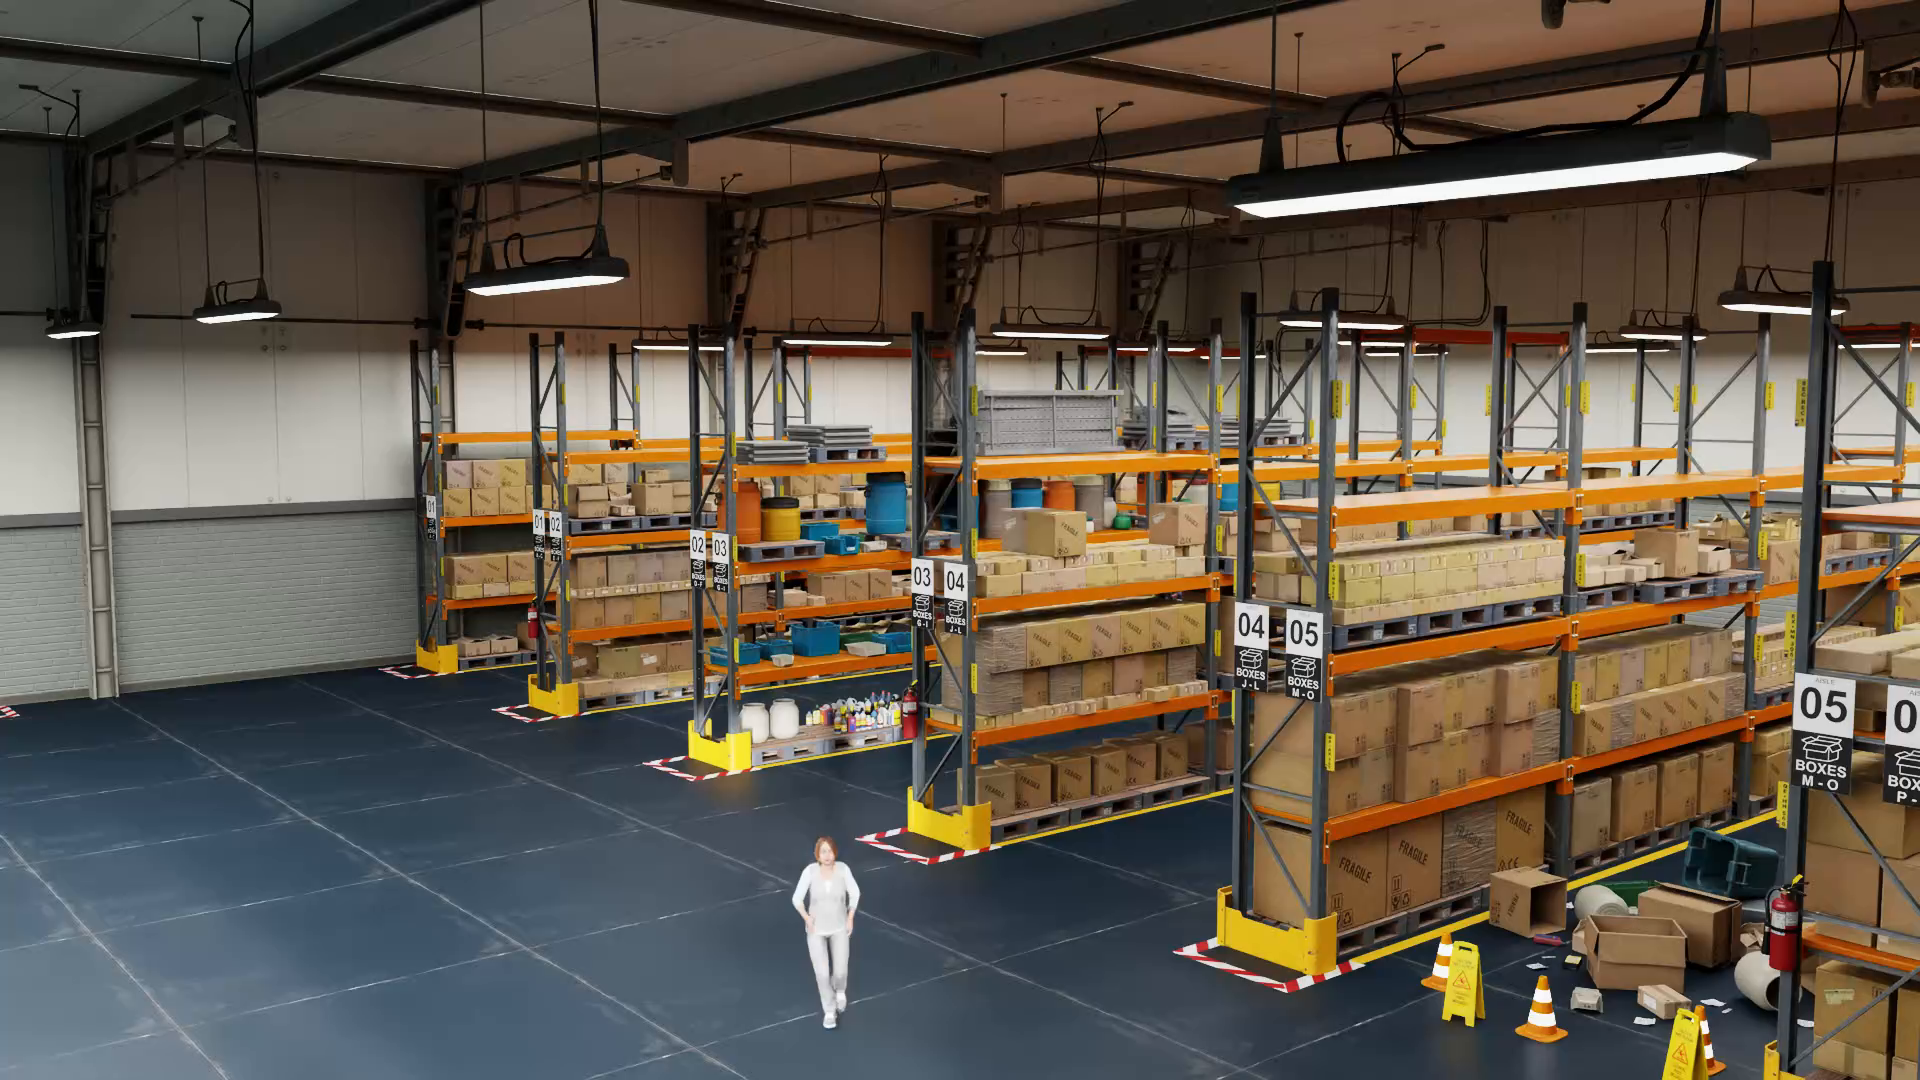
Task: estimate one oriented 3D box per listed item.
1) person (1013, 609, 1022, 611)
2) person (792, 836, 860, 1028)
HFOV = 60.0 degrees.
[{"bbox_3d":[0.951,1.326,29.488,0.692,1.842,0.836,5,7,42],"label":"person"},{"bbox_3d":[-1.075,3.150,13.381,0.543,1.564,0.532,0,5,-5],"label":"person"}]
